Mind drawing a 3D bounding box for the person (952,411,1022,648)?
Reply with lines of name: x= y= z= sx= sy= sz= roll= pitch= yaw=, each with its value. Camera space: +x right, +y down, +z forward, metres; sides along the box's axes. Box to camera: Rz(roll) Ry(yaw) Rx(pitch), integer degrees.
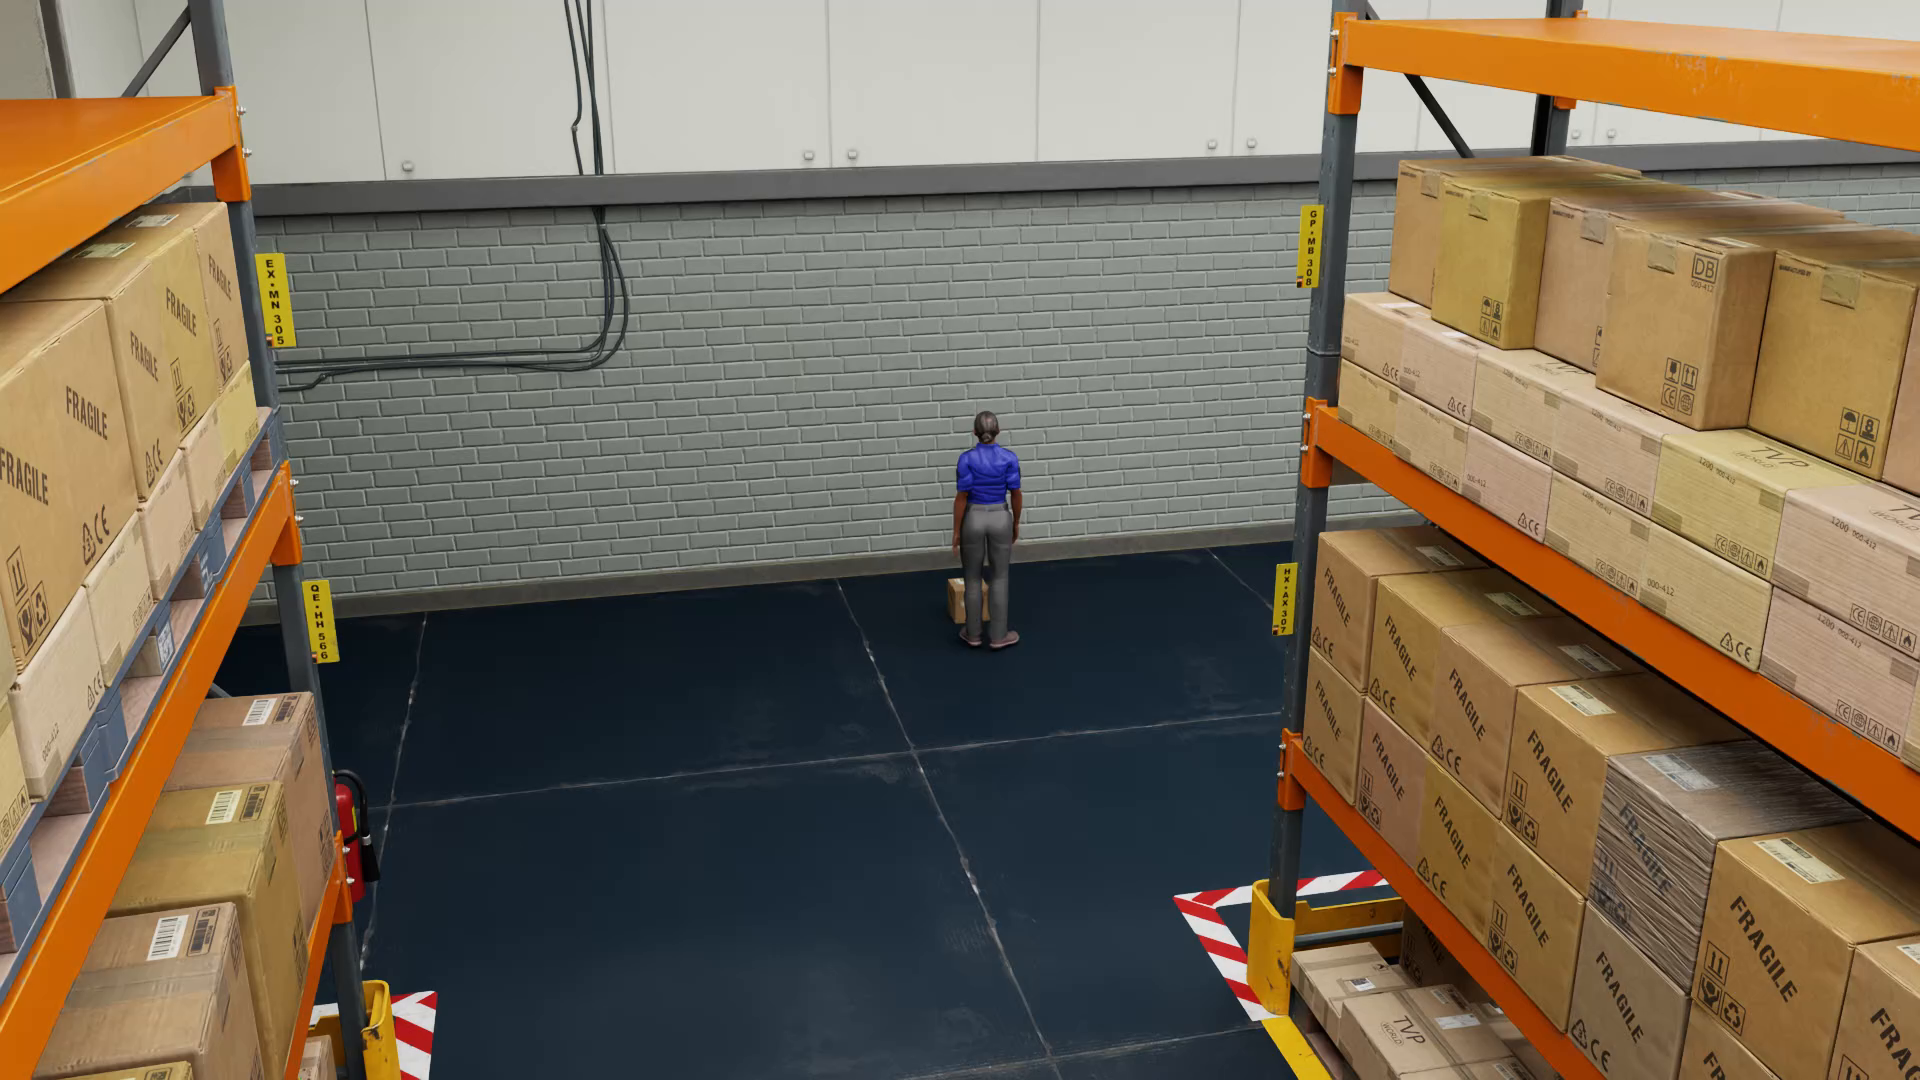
person: x=0.180 y=-0.073 z=11.236 sx=0.479 sy=1.658 sz=0.374 roll=-2 pitch=20 yaw=-5
